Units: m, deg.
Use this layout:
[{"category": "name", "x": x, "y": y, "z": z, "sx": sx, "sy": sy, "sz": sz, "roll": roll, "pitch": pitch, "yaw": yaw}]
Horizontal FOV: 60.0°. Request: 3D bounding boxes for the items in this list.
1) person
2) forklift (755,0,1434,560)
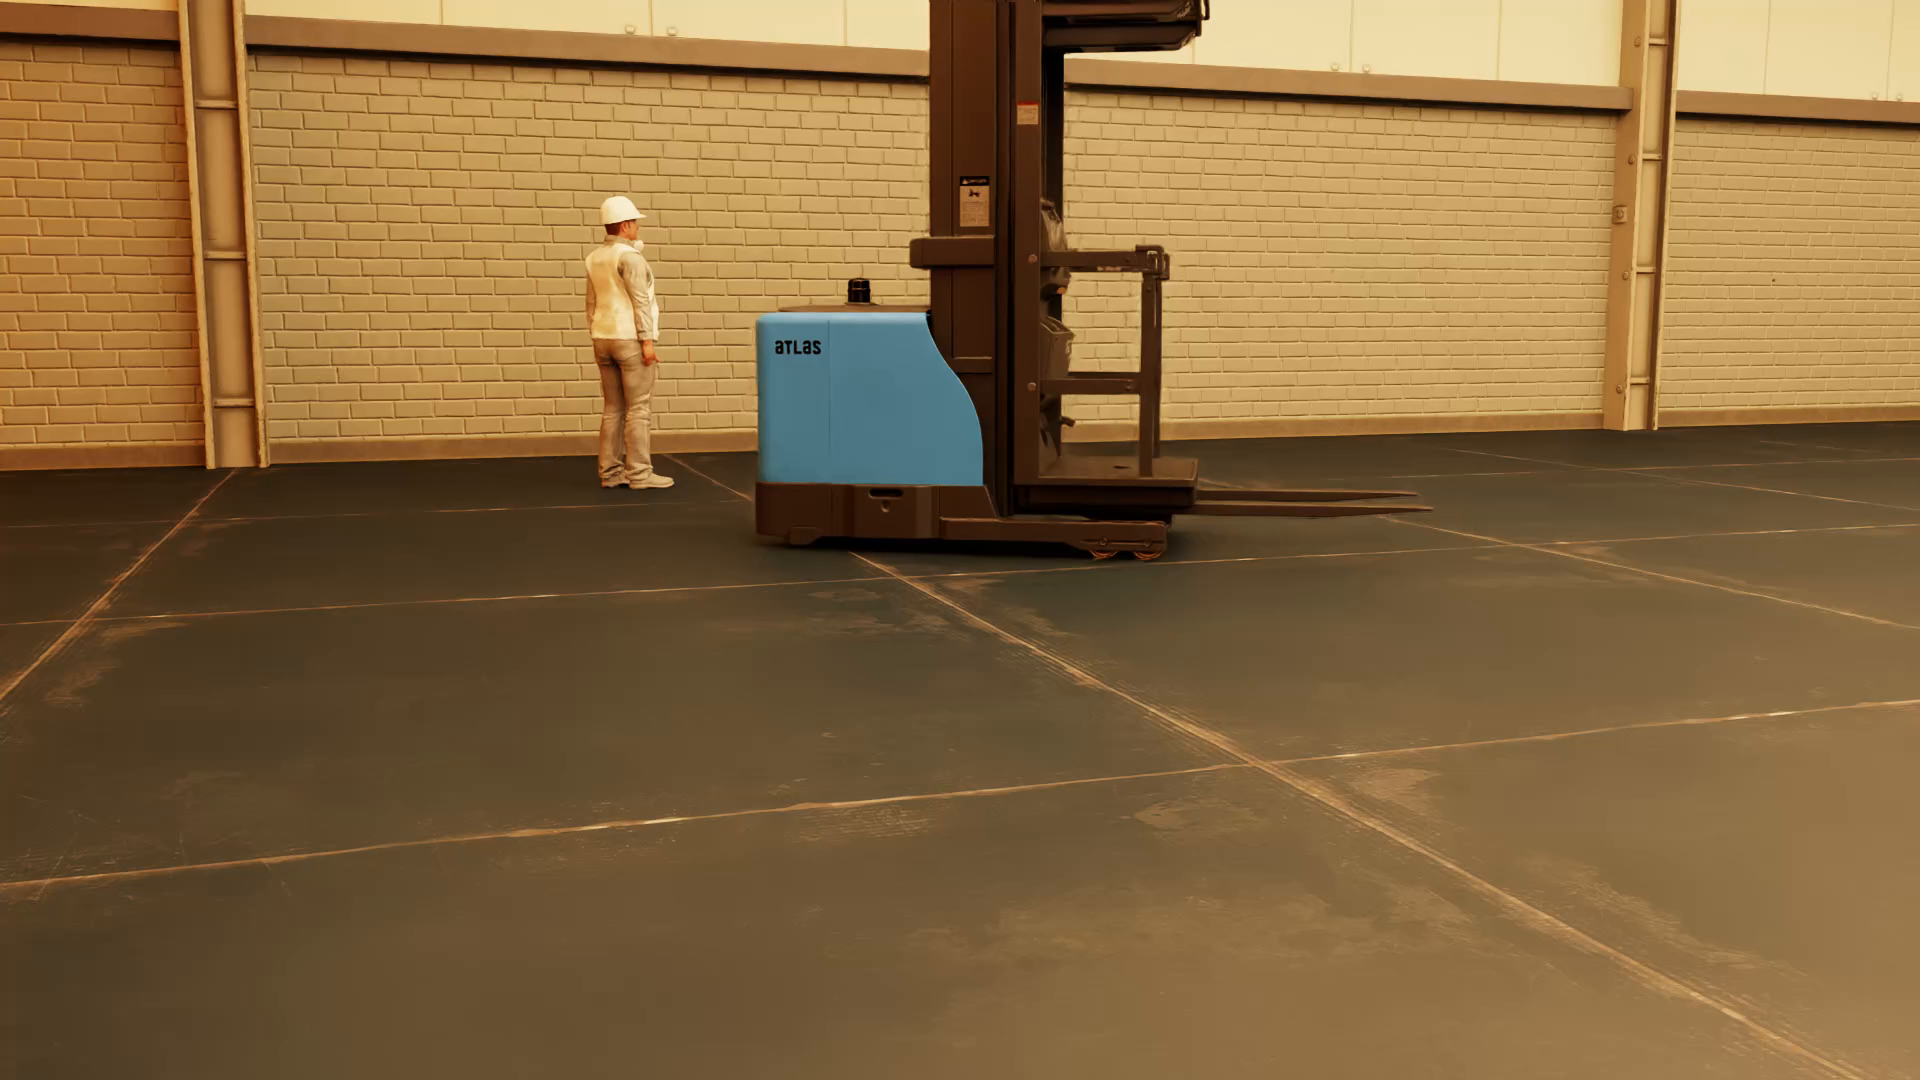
[{"category": "person", "x": -2.054, "y": -1.210, "z": 10.242, "sx": 0.538, "sy": 1.777, "sz": 0.365, "roll": 7, "pitch": 10, "yaw": 40}, {"category": "forklift", "x": 0.625, "y": -1.442, "z": 7.652, "sx": 3.031, "sy": 2.935, "sz": 1.130, "roll": 1, "pitch": 8, "yaw": 9}]
